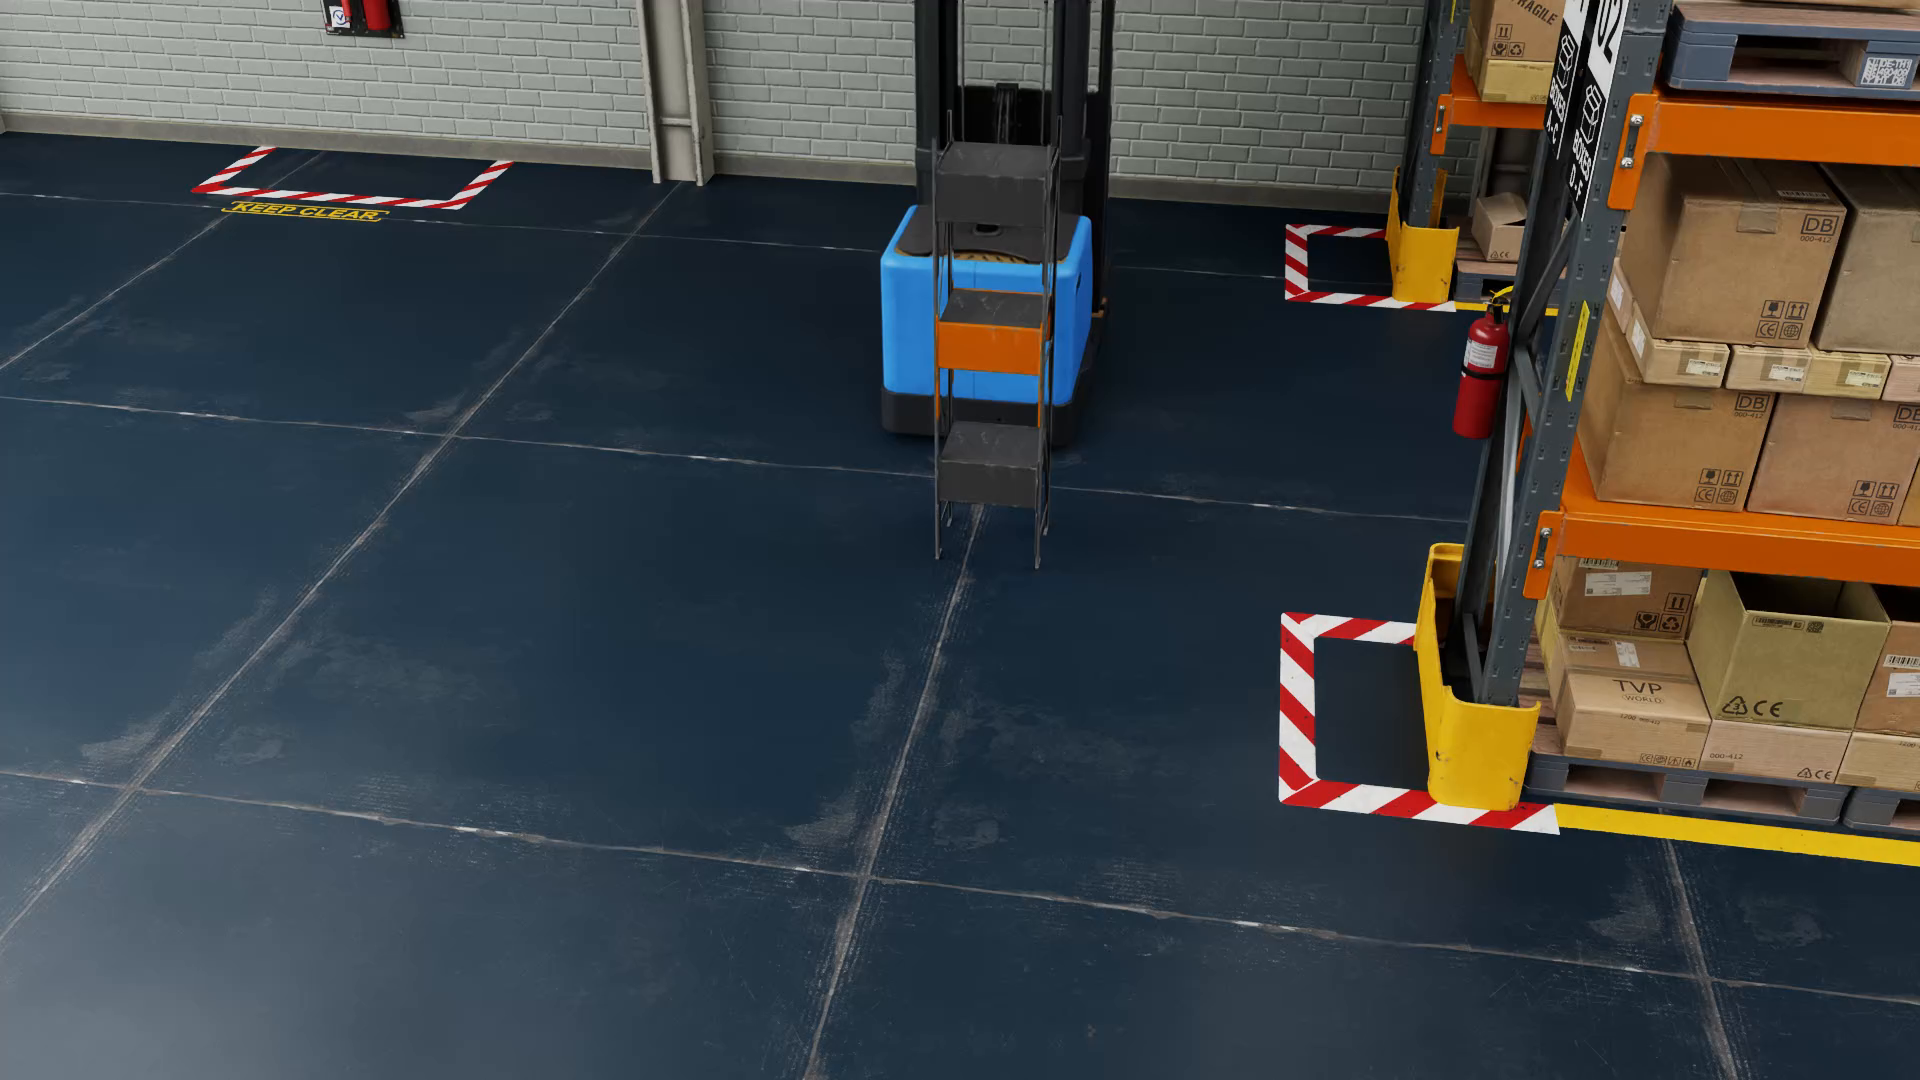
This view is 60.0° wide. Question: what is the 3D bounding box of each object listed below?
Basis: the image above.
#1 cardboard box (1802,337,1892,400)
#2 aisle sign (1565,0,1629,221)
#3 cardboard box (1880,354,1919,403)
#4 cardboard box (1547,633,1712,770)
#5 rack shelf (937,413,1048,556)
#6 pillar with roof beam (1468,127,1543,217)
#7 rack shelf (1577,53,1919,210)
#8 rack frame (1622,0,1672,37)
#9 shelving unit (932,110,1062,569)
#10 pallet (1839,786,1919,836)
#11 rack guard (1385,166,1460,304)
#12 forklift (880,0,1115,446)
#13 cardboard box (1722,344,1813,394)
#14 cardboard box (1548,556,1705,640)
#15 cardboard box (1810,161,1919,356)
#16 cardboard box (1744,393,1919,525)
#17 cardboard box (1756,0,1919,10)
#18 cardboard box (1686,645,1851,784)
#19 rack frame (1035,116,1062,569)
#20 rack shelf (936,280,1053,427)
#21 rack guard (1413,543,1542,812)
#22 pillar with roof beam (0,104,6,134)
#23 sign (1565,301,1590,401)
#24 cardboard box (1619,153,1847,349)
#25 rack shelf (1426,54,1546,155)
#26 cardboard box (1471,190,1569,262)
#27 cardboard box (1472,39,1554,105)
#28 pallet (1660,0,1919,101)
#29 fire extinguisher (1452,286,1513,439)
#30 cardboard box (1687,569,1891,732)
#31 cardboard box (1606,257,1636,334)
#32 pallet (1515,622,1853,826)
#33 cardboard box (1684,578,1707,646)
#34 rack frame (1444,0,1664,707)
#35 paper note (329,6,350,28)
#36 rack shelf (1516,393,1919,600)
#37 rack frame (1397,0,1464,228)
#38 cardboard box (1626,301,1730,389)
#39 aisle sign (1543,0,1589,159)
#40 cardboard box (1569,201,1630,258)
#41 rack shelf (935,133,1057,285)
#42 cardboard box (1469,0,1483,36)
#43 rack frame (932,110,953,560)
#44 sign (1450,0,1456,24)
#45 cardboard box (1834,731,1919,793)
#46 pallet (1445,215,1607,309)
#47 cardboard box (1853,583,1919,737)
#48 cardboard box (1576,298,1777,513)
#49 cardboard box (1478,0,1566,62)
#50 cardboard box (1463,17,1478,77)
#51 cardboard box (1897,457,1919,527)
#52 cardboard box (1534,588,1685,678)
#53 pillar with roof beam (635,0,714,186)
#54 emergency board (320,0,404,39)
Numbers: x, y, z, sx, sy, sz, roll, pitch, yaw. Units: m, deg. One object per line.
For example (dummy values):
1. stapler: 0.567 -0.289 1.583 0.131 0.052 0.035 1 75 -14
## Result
1. cardboard box: 3.010 -0.641 5.742 0.250 0.149 0.380 5 32 8
2. aisle sign: 2.037 -1.465 5.312 0.004 0.787 0.394 5 32 8
3. cardboard box: 3.258 -0.618 5.704 0.250 0.149 0.380 5 32 7
4. cardboard box: 2.644 0.635 6.604 0.500 0.250 0.500 5 32 8
5. rack shelf: 0.163 -0.270 8.048 0.480 0.518 0.431 5 32 8
6. pillar with roof beam: 3.094 -3.789 5.822 0.400 9.000 9.100 5 32 8
7. rack shelf: 4.124 -1.305 5.358 4.000 0.370 1.077 5 32 8
8. rack frame: 2.153 -3.060 4.657 0.127 3.000 1.000 5 32 8
9. shelving unit: 0.163 -0.875 7.669 0.503 2.100 0.431 5 32 8
10. pallet: 4.113 0.822 6.738 1.213 0.211 1.003 5 32 8
11. rack guard: 3.057 -2.042 11.041 0.348 0.500 1.175 5 32 8
12. forklift: 0.337 -2.515 9.506 1.130 2.935 3.031 5 32 8
13. cardboard box: 2.764 -0.664 5.779 0.250 0.149 0.380 4 32 7
14. cardboard box: 2.732 0.045 6.840 0.500 0.500 0.500 5 32 8
15. cardboard box: 3.182 -1.012 5.723 0.500 0.500 0.700 4 32 7
16. cardboard box: 3.129 -0.467 6.074 0.500 0.500 0.700 6 33 9
17. cardboard box: 2.719 -2.016 5.191 0.637 0.503 0.797 7 33 12
18. cardboard box: 3.138 0.678 6.536 0.500 0.250 0.500 5 32 8
19. rack frame: 0.404 -0.853 7.634 0.015 2.100 0.400 5 32 8
20. rack shelf: 0.163 -0.864 7.677 0.480 0.518 0.431 5 32 8
21. rack guard: 2.129 0.541 6.915 0.348 0.500 1.175 5 32 8
22. pillar with roof beam: -8.735 -4.861 7.534 0.400 9.000 9.100 5 32 8
23. sign: 2.054 -0.628 5.535 0.005 0.325 0.100 5 32 8
24. cardboard box: 2.663 -1.056 5.793 0.500 0.500 0.700 5 32 8
25. rack shelf: 4.954 -2.625 10.294 4.000 0.370 1.077 5 32 8
26. cardboard box: 3.649 -2.046 10.811 0.500 0.311 0.500 2 32 3
27. cardboard box: 3.410 -2.843 10.088 0.500 0.250 0.500 4 32 7
28. pallet: 2.845 -1.674 5.354 1.213 0.211 1.003 5 32 8
29. fire extinguisher: 2.114 -0.738 6.674 0.183 0.674 0.296 5 32 8
30. cardboard box: 3.137 0.361 6.336 0.500 0.500 0.500 5 32 8
31. cardboard box: 2.562 -0.900 6.155 0.250 0.149 0.380 5 32 7
32. pallet: 2.914 0.711 6.914 1.213 0.211 1.003 5 32 8
33. cardboard box: 3.226 0.402 6.976 0.500 0.250 0.500 5 32 8
34. rack frame: 2.153 -0.517 6.249 0.127 3.000 1.000 5 32 8
35. paper note: -4.689 -3.953 12.568 0.142 0.148 0.016 5 32 8
36. rack shelf: 4.124 -0.033 6.154 4.000 0.370 1.077 5 32 8
37. rack frame: 2.983 -3.108 10.388 0.127 3.000 1.000 5 32 8
38. cardboard box: 2.503 -0.687 5.814 0.250 0.149 0.380 5 32 8
39. aisle sign: 2.137 -1.778 5.814 0.004 0.787 0.394 5 32 8
40. cardboard box: 4.211 -1.995 10.730 0.500 0.311 0.500 8 33 12
41. rack shelf: 0.163 -1.457 7.305 0.480 0.518 0.431 5 32 8
42. cardboard box: 3.483 -3.440 10.334 0.500 0.500 0.500 5 32 8
43. rack frame: -0.077 -0.897 7.704 0.015 2.100 0.400 5 32 8
44. sign: 2.891 -3.191 9.705 0.005 0.325 0.100 5 32 8
45. cardboard box: 3.630 0.722 6.465 0.500 0.250 0.500 5 32 8
46. pallet: 3.852 -1.828 10.972 1.213 0.211 1.003 5 32 8
47. cardboard box: 3.632 0.398 6.275 0.500 0.500 0.500 5 32 8
48. cardboard box: 2.611 -0.511 6.145 0.500 0.500 0.700 5 32 8
49. cardboard box: 3.403 -3.171 9.905 0.500 0.500 0.500 5 32 8
50. cardboard box: 3.476 -3.113 10.518 0.500 0.250 0.500 6 32 9
51. cardboard box: 3.618 -0.419 5.998 0.500 0.500 0.700 5 32 9
52. cardboard box: 2.731 0.364 7.037 0.500 0.250 0.500 5 32 8
53. pillar with roof beam: -2.821 -4.325 6.678 0.400 9.000 9.100 5 32 8
54. emergency board: -4.526 -4.274 12.251 0.643 1.169 0.194 5 32 8
